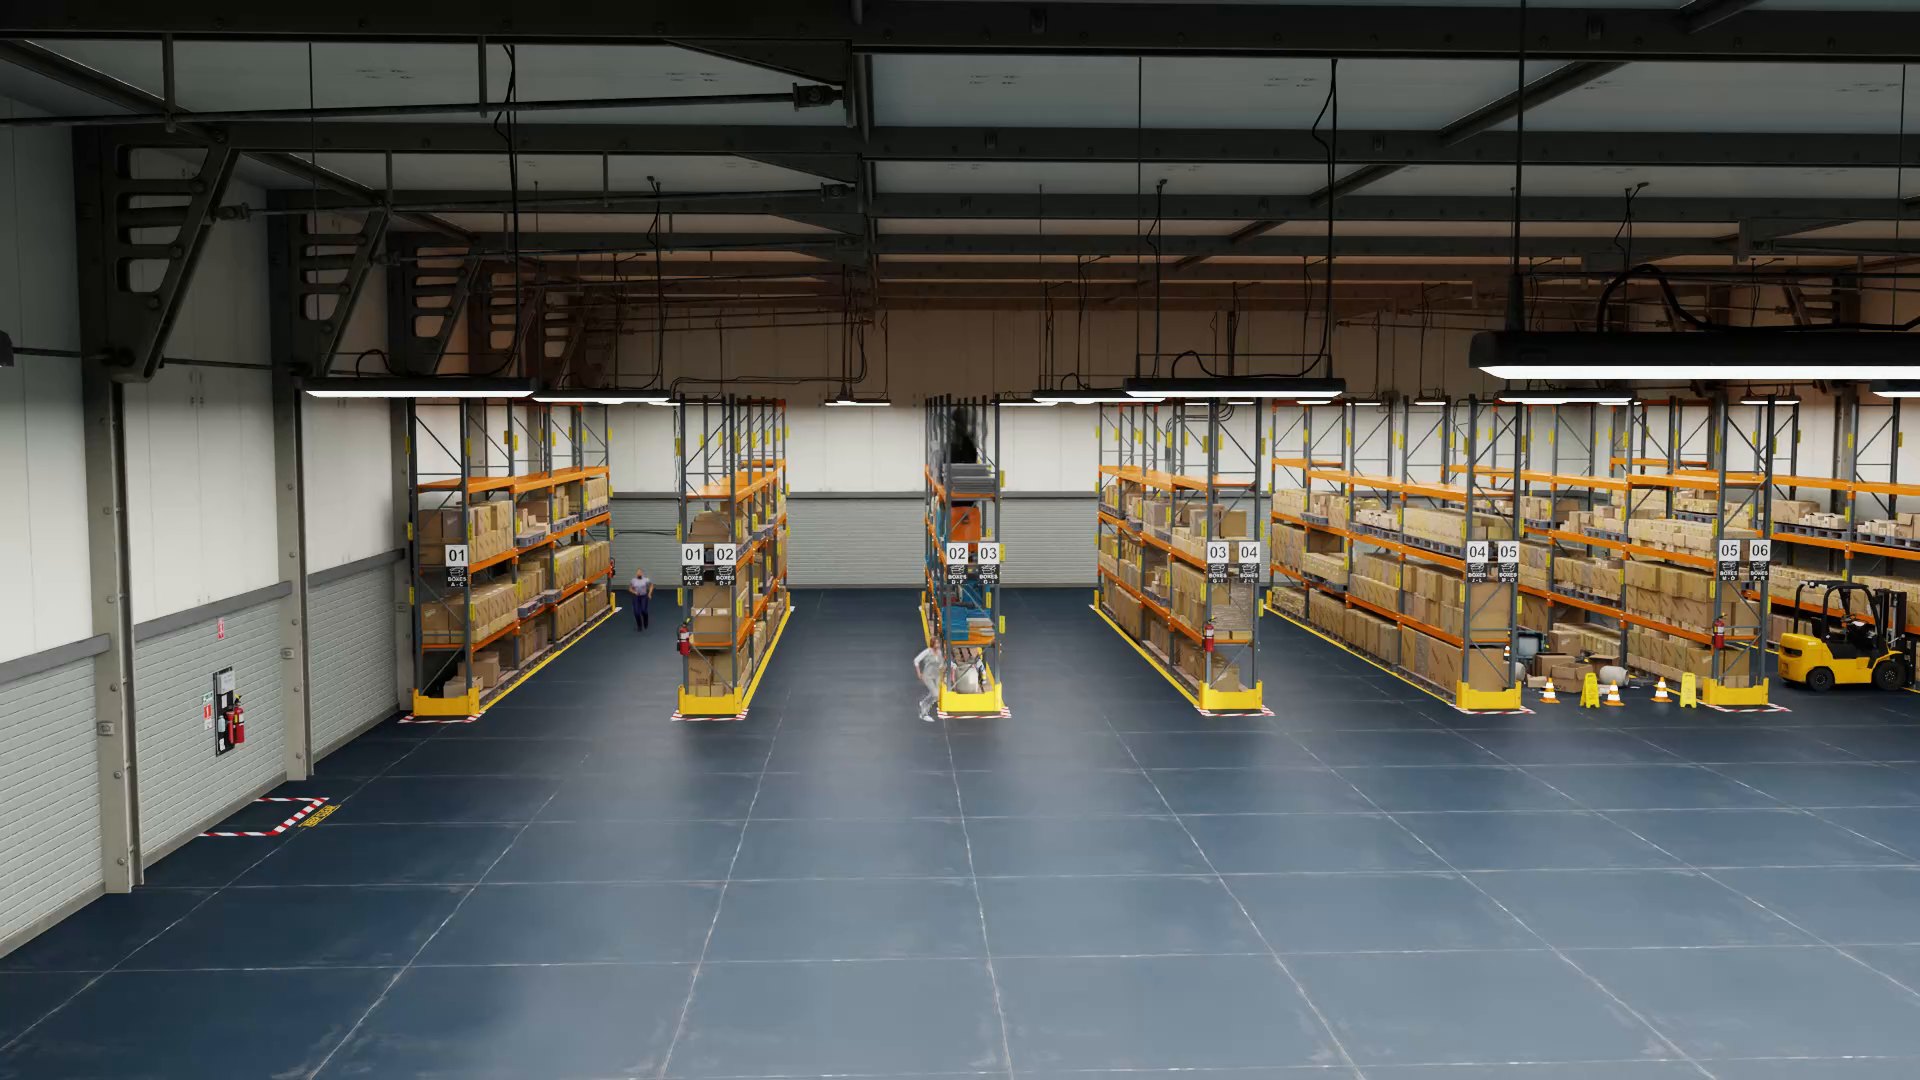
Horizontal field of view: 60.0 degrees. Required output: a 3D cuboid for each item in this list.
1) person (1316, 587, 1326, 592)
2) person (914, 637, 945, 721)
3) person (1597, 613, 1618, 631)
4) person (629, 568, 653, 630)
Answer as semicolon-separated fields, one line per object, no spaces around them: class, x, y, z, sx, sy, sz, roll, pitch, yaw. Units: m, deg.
person;10.896;0.898;50.001;0.863;1.771;0.657;-3;5;-34
person;-0.507;2.554;30.383;0.530;1.526;0.604;-4;6;-42
person;16.416;1.557;42.166;0.592;1.655;0.763;-1;5;-7
person;-8.225;1.541;42.801;0.592;1.597;0.577;0;5;-3
